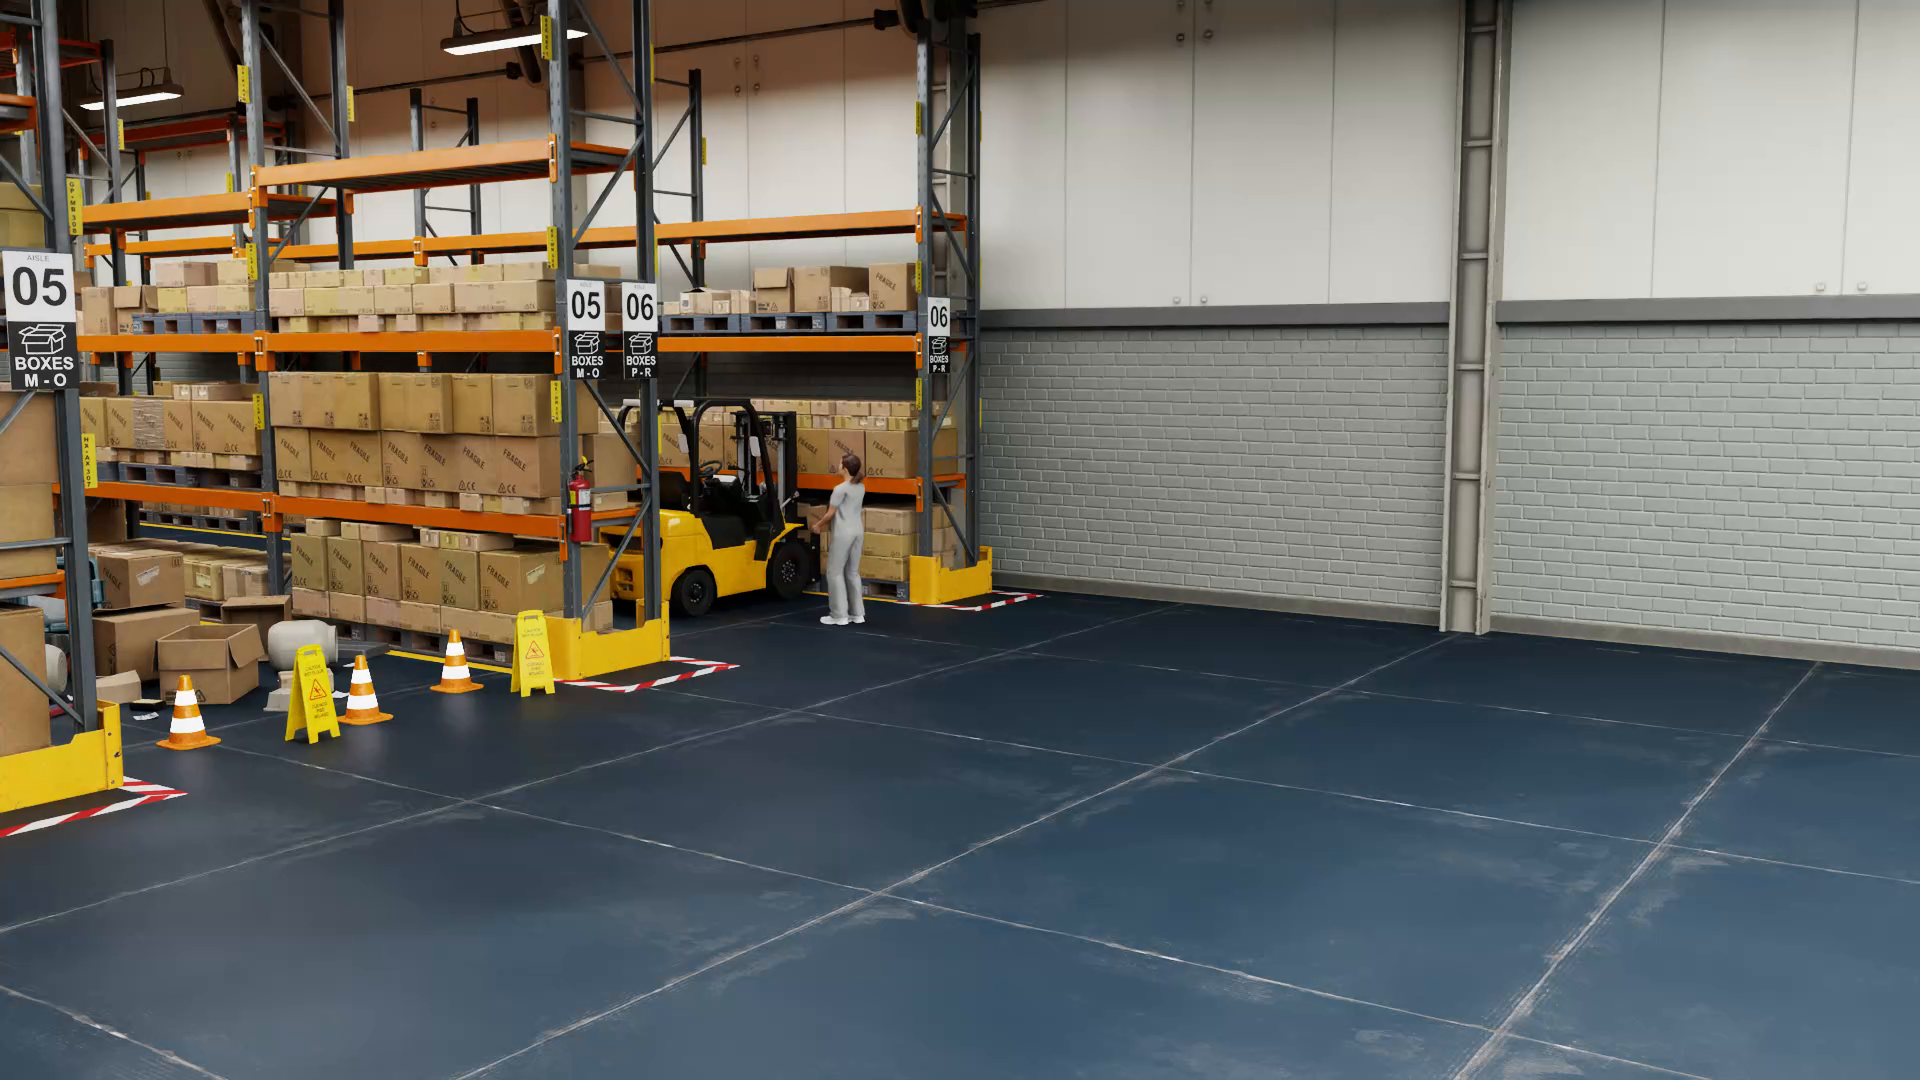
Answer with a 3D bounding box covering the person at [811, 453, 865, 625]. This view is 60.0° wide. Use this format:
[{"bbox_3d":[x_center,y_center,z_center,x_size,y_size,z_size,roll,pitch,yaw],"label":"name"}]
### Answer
[{"bbox_3d":[-1.154,-0.013,16.143,0.554,1.662,0.436,4,8,35],"label":"person"}]
